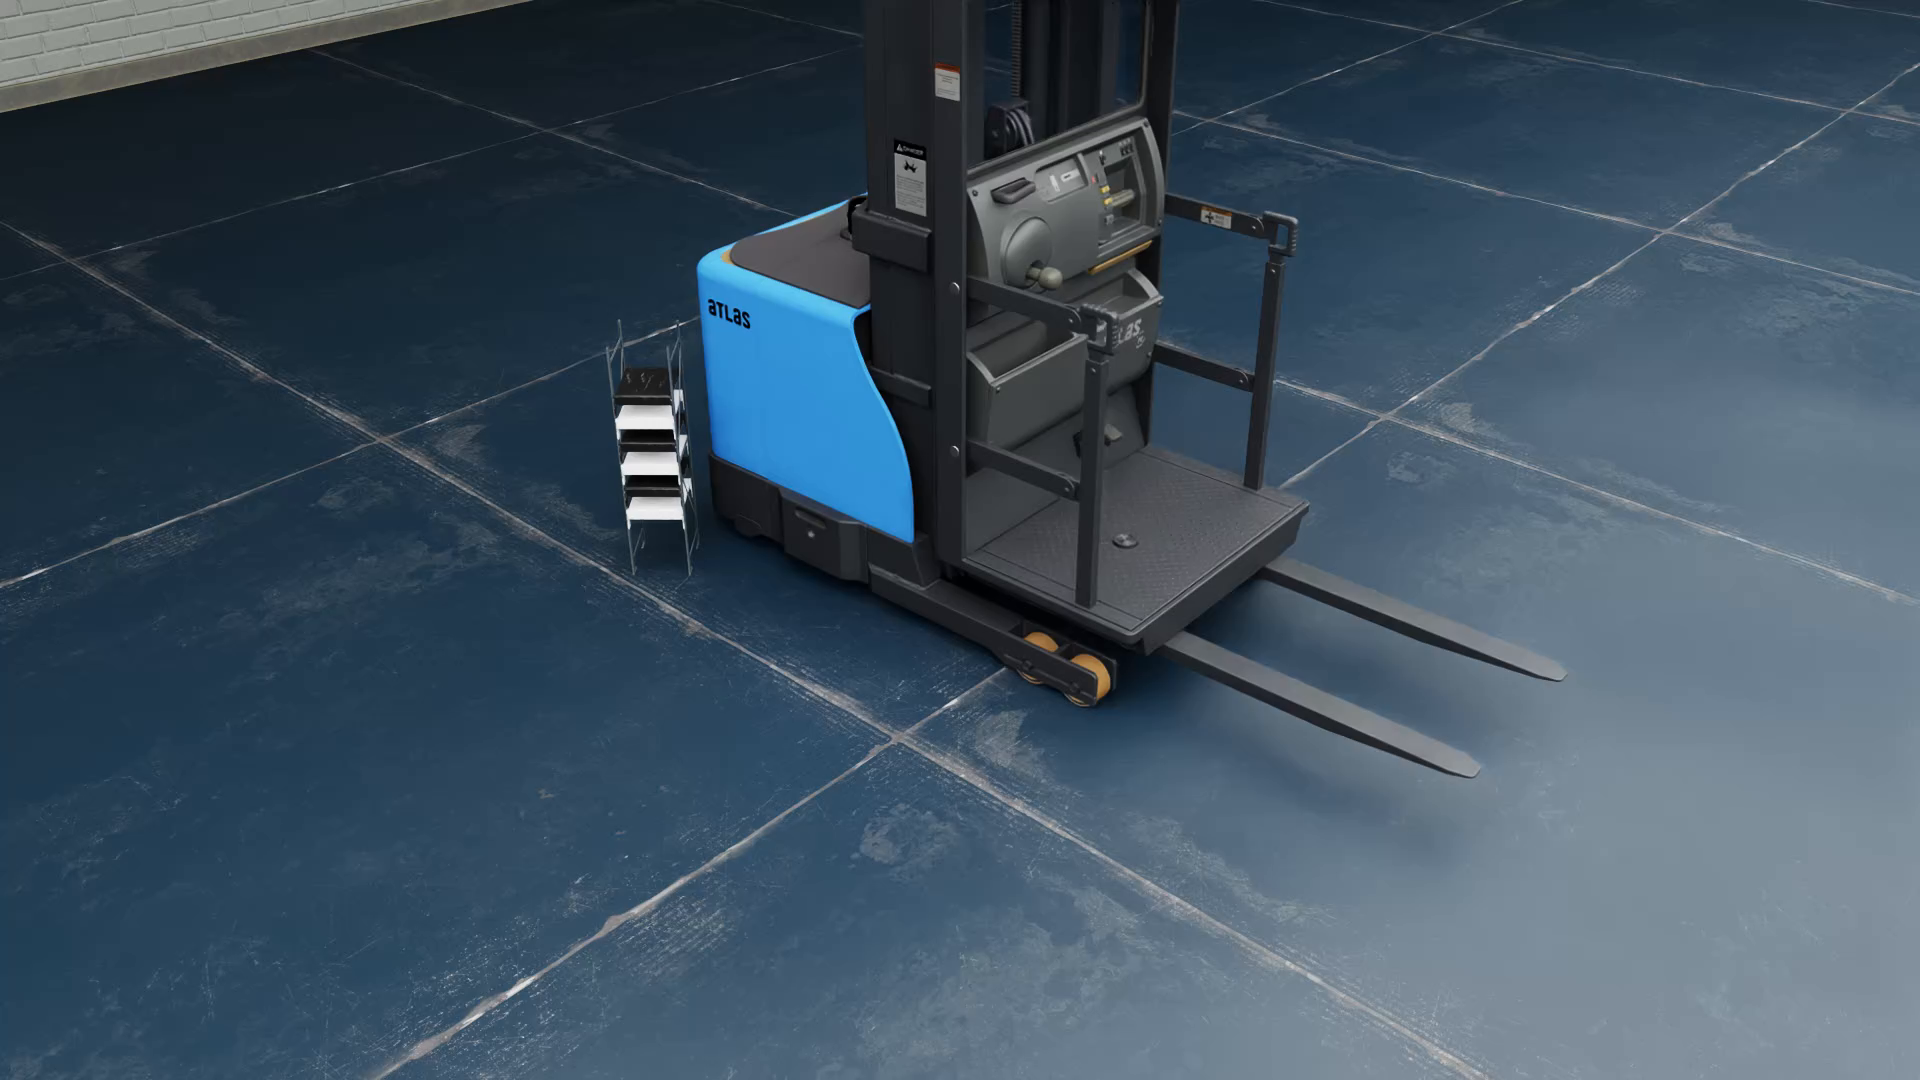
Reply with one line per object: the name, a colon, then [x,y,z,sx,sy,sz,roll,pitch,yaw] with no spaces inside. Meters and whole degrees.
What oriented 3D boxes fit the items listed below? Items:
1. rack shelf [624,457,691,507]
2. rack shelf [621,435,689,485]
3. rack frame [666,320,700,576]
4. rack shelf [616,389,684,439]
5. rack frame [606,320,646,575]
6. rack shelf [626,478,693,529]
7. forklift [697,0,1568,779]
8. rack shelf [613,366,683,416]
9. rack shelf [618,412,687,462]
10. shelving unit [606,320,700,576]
rack shelf: [-1.082,-0.213,5.970,0.200,0.077,0.258,0,31,0]
rack shelf: [-1.082,-0.290,5.924,0.200,0.077,0.258,0,31,0]
rack frame: [-0.980,-0.318,5.906,0.006,0.900,0.240,0,31,0]
rack shelf: [-1.082,-0.444,5.831,0.200,0.077,0.258,0,31,0]
rack frame: [-1.184,-0.319,5.907,0.006,0.900,0.240,0,31,0]
rack shelf: [-1.082,-0.136,6.016,0.200,0.077,0.258,0,31,0]
forklift: [0.510,-1.028,5.115,3.031,2.935,1.130,24,38,34]
rack shelf: [-1.082,-0.521,5.784,0.200,0.077,0.258,0,31,0]
rack shelf: [-1.082,-0.367,5.877,0.200,0.077,0.258,0,31,0]
shelving unit: [-1.082,-0.318,5.906,0.210,0.900,0.258,0,31,0]
